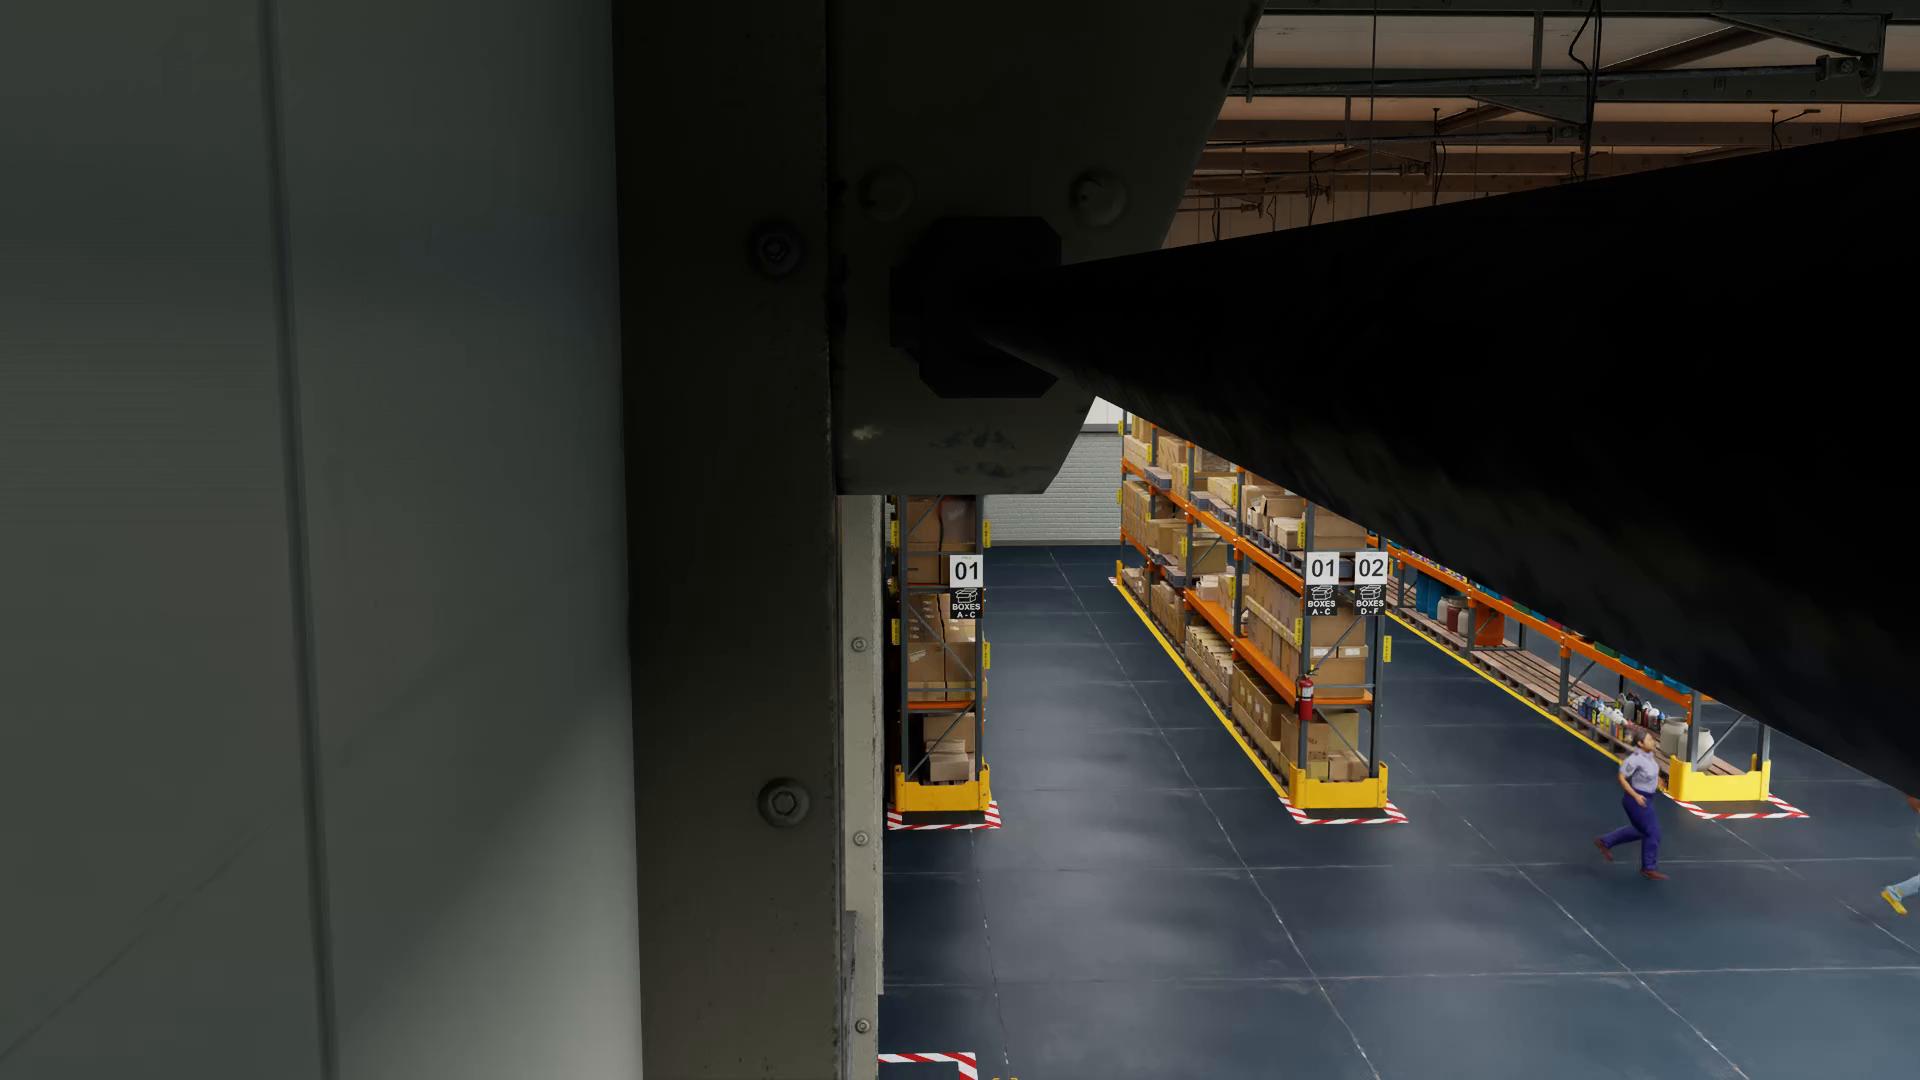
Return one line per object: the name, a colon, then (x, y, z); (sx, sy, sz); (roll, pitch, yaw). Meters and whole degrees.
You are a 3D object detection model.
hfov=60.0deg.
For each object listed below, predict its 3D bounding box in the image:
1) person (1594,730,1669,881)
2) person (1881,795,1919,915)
person: (7.386, 2.869, 18.211); (0.794, 1.651, 0.600); (5, 10, 29)
person: (9.787, 3.022, 16.628); (0.963, 1.772, 0.700); (3, 9, 19)
